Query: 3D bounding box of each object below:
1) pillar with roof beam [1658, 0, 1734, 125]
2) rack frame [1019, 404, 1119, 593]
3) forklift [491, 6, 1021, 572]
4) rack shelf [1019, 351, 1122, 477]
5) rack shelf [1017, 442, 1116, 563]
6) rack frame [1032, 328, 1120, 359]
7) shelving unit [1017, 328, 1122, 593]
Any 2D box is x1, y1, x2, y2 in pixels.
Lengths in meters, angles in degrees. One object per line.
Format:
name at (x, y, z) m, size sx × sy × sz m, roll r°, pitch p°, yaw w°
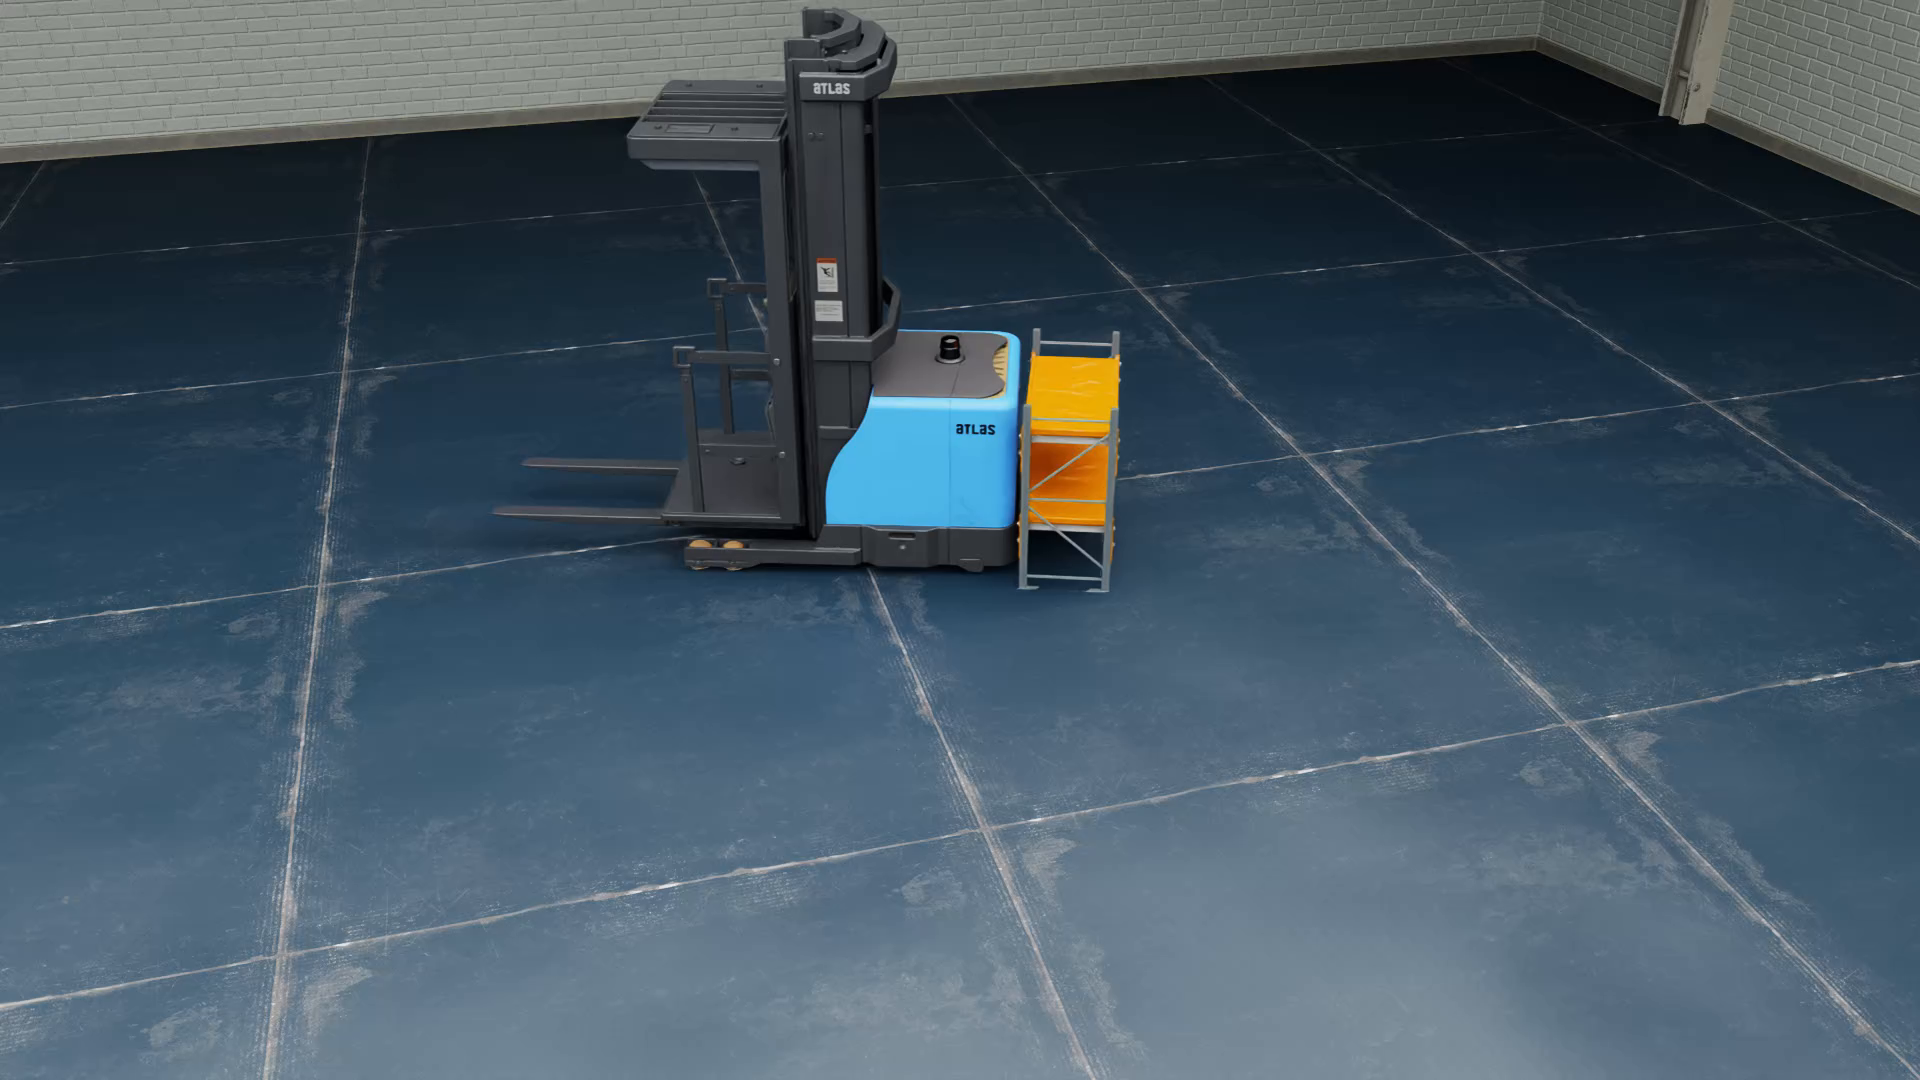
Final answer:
pillar with roof beam at (3.383, -7.718, 14.101) m, size 9.100 × 9.000 × 0.400 m, roll -8°, pitch 31°, yaw -13°
rack frame at (0.580, -0.210, 8.989) m, size 0.500 × 1.125 × 0.032 m, roll 3°, pitch 30°, yaw 4°
forklift at (-1.171, -1.357, 9.169) m, size 3.031 × 2.935 × 1.130 m, roll 1°, pitch 30°, yaw 3°
rack shelf at (0.626, -0.717, 9.281) m, size 0.538 × 0.278 × 1.000 m, roll 3°, pitch 30°, yaw 4°
rack shelf at (0.625, -0.252, 9.550) m, size 0.538 × 0.278 × 1.000 m, roll 3°, pitch 30°, yaw 4°
rack frame at (0.670, -0.718, 9.866) m, size 0.500 × 1.125 × 0.032 m, roll 3°, pitch 30°, yaw 4°
shelving unit at (0.625, -0.464, 9.428) m, size 0.538 × 1.125 × 1.048 m, roll 3°, pitch 30°, yaw 4°
